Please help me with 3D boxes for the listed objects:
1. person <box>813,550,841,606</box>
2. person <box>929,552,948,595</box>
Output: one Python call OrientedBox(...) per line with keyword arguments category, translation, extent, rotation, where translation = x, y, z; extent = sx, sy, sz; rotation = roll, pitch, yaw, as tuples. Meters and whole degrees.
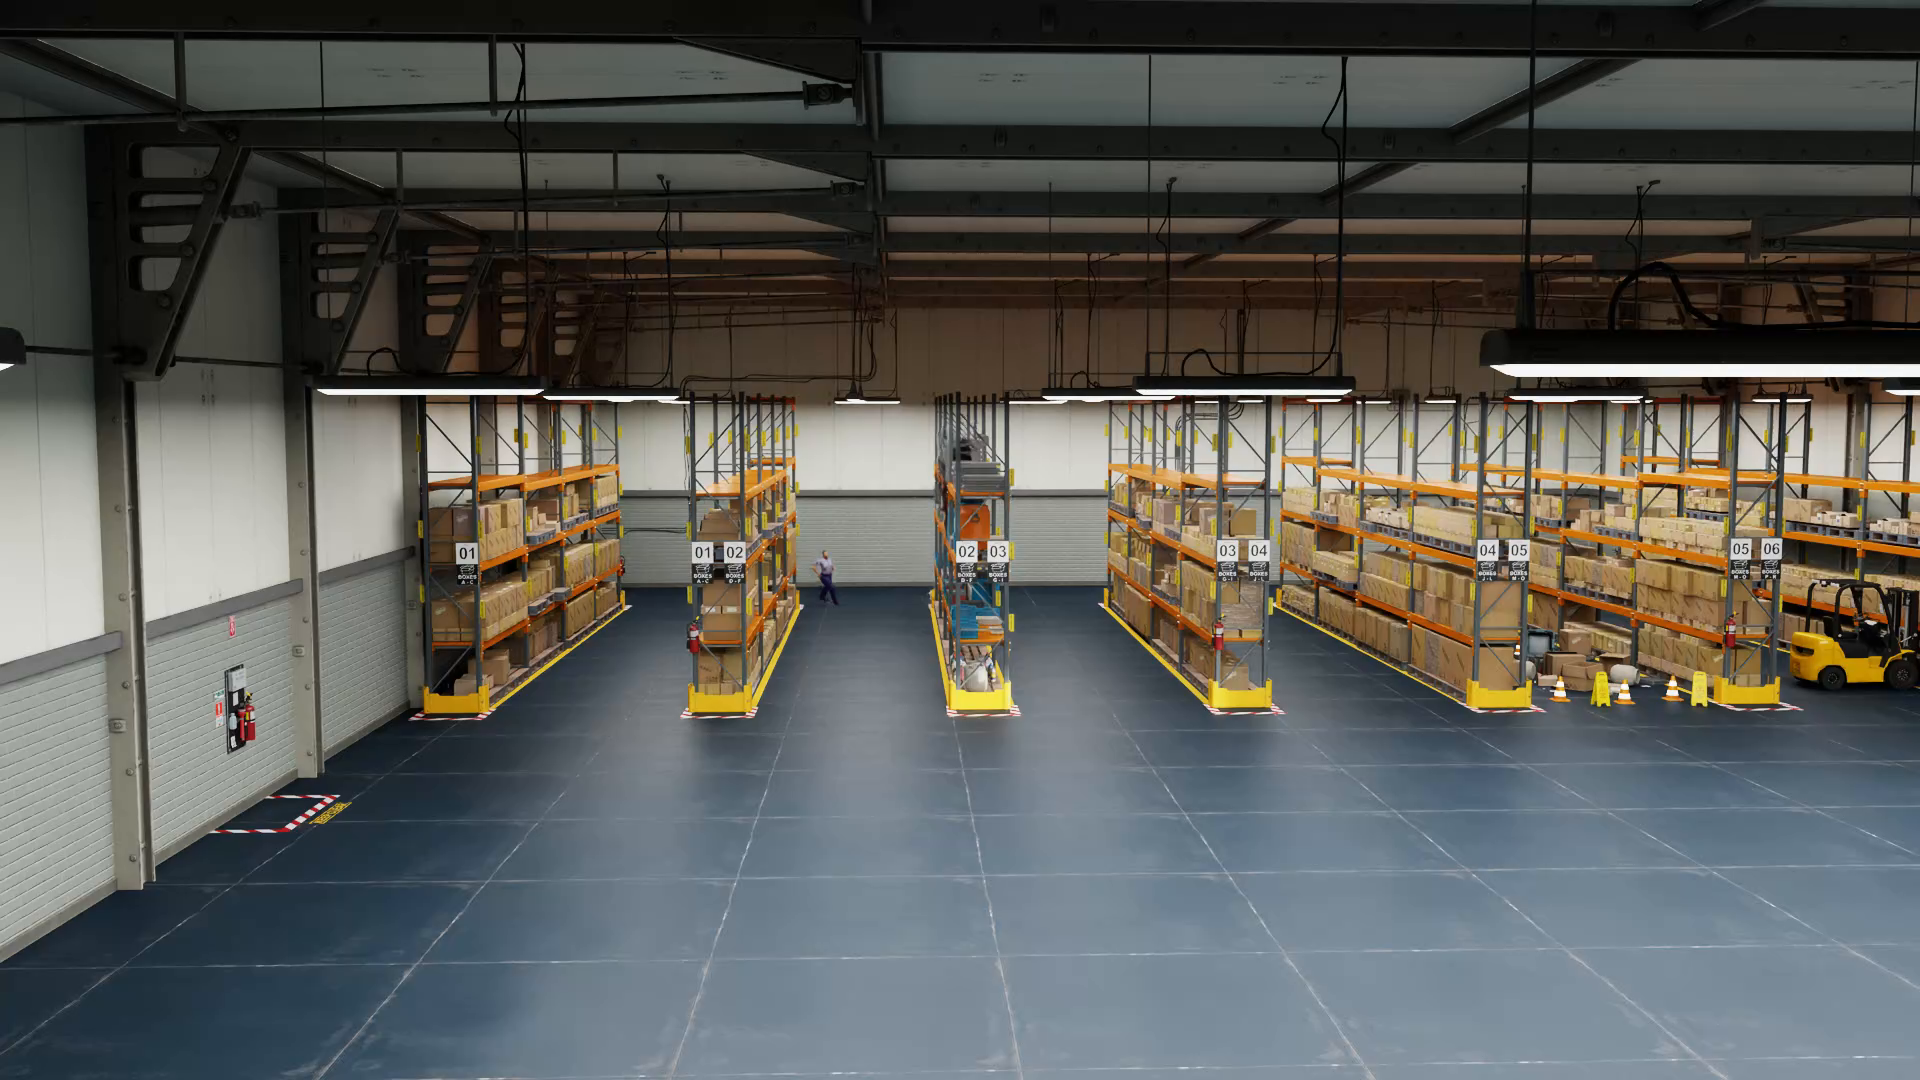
OrientedBox(category="person", translation=(-3.871, 1.100, 48.037), extent=(0.845, 1.642, 0.742), rotation=(3, 5, 34))
OrientedBox(category="person", translation=(-0.432, 1.014, 48.530), extent=(0.943, 1.602, 0.445), rotation=(0, 5, 2))
